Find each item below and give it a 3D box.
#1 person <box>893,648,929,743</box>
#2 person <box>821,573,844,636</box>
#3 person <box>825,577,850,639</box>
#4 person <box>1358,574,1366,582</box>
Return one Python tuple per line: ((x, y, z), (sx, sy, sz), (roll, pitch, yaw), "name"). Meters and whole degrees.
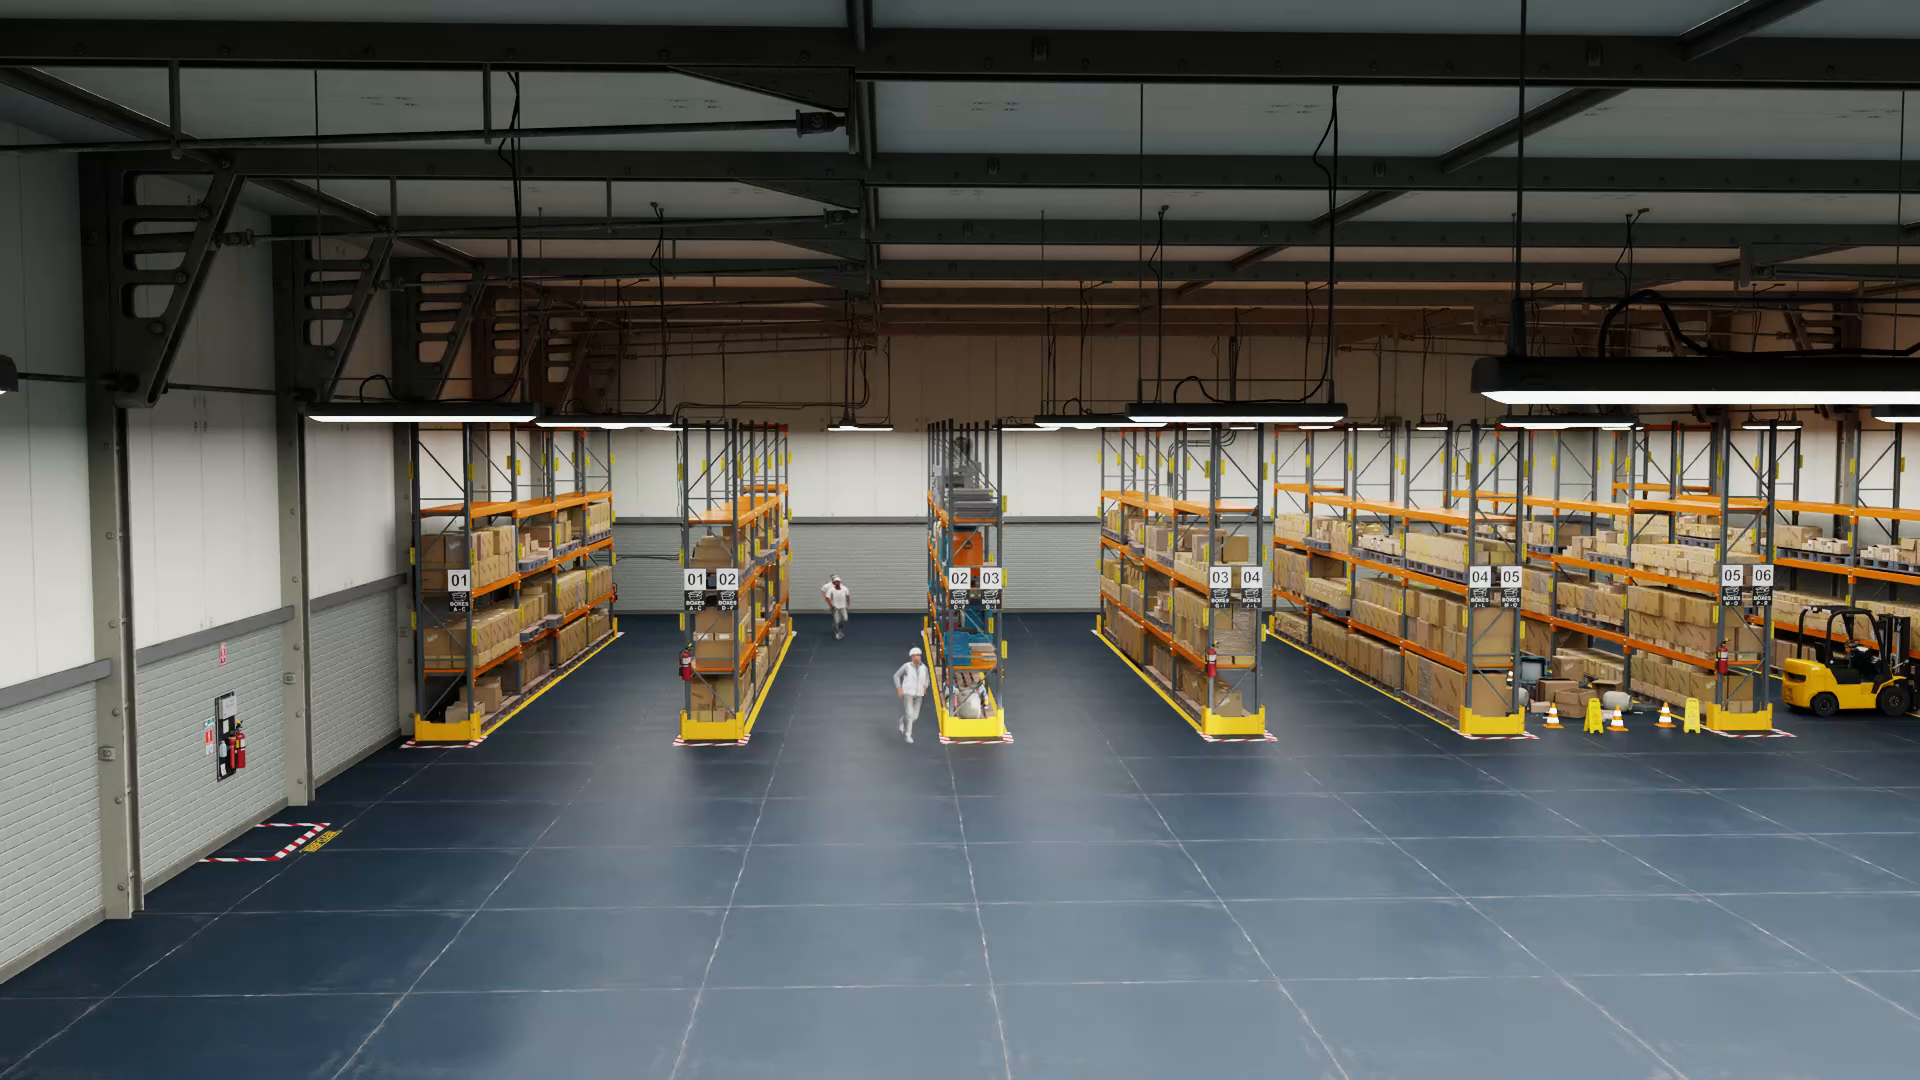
((-0.896, 2.878, 31.115), (0.702, 1.742, 0.768), (-2, 4, -27), "person")
((-3.577, 1.828, 47.277), (0.655, 1.798, 0.815), (-3, 5, -38), "person")
((-3.369, 1.895, 46.341), (0.725, 1.727, 0.538), (-1, 4, -20), "person")
((11.357, 1.857, 46.934), (0.710, 1.793, 0.809), (-1, 4, -11), "person")
